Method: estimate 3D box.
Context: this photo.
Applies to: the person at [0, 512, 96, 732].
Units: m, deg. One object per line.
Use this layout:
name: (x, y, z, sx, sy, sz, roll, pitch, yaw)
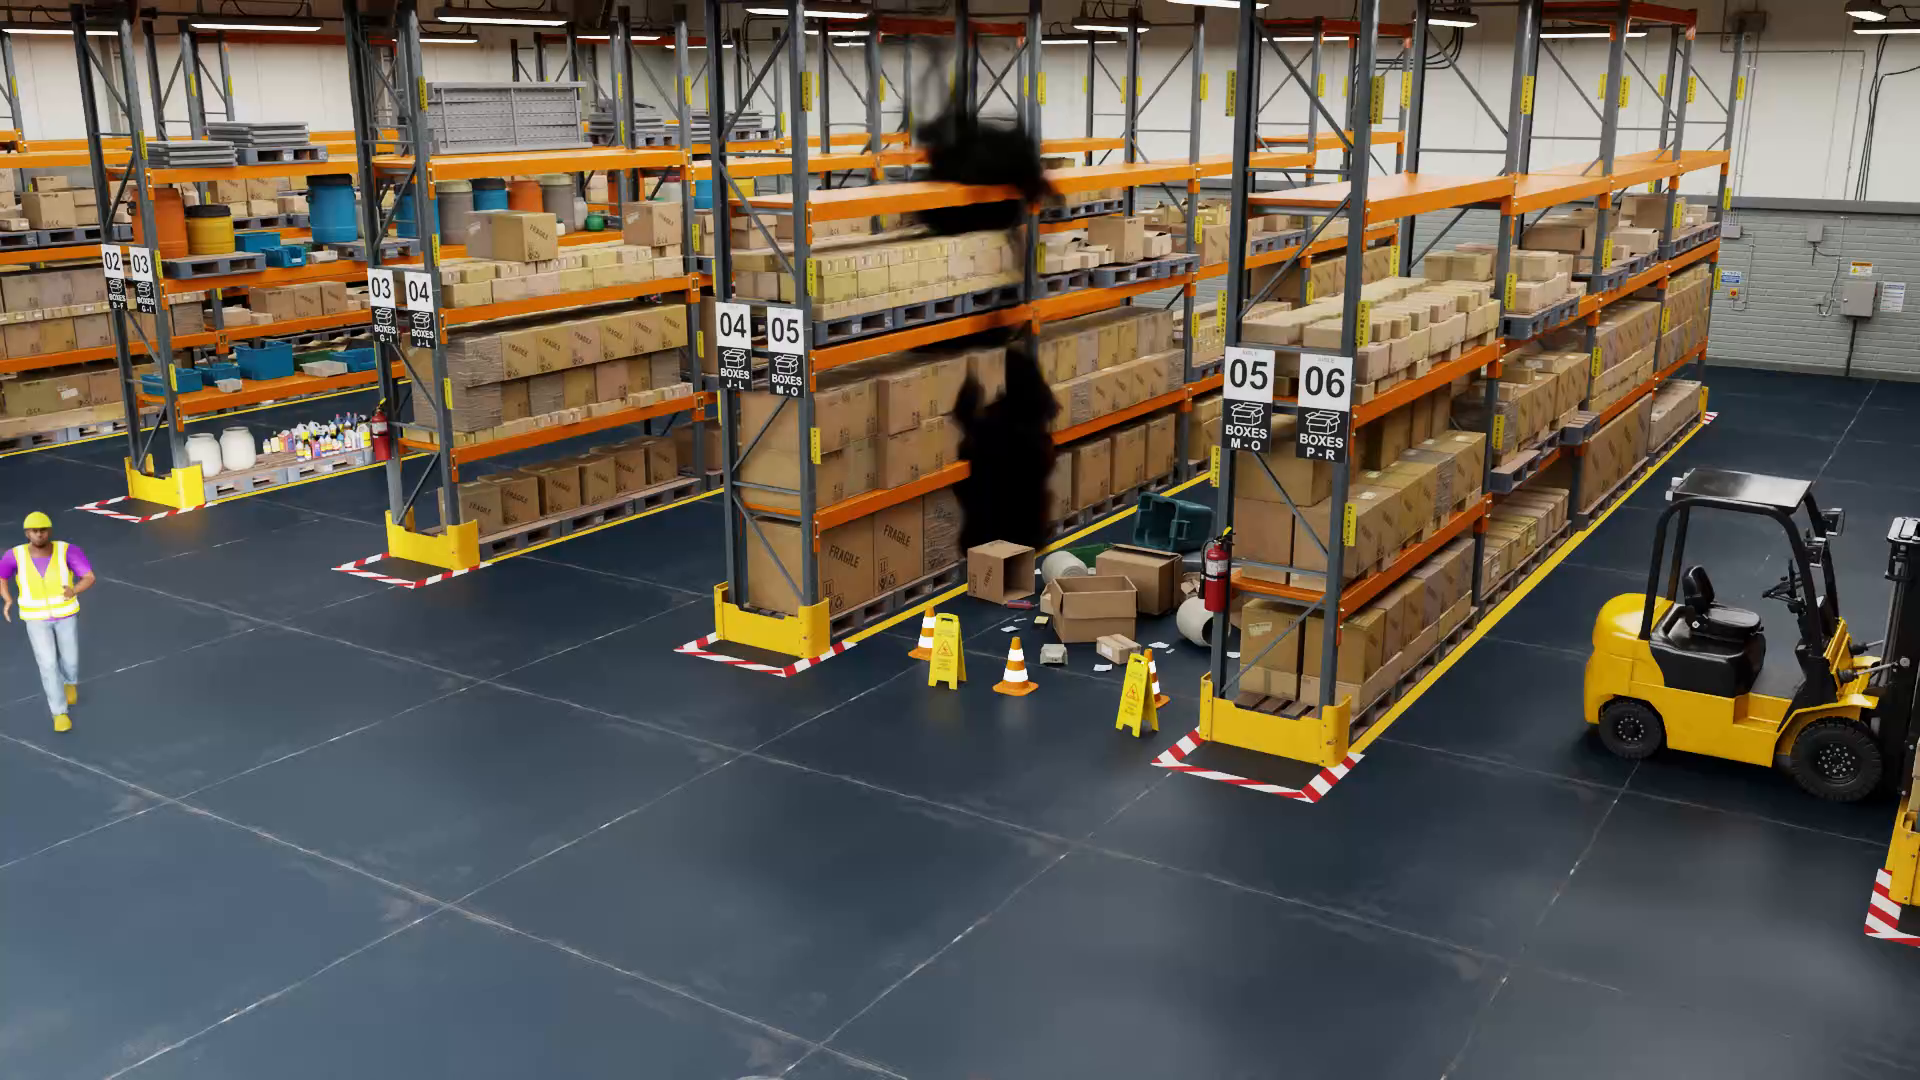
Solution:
person: (-7.451, 0.618, 13.641, 0.716, 1.755, 0.872, -9, 18, -30)
